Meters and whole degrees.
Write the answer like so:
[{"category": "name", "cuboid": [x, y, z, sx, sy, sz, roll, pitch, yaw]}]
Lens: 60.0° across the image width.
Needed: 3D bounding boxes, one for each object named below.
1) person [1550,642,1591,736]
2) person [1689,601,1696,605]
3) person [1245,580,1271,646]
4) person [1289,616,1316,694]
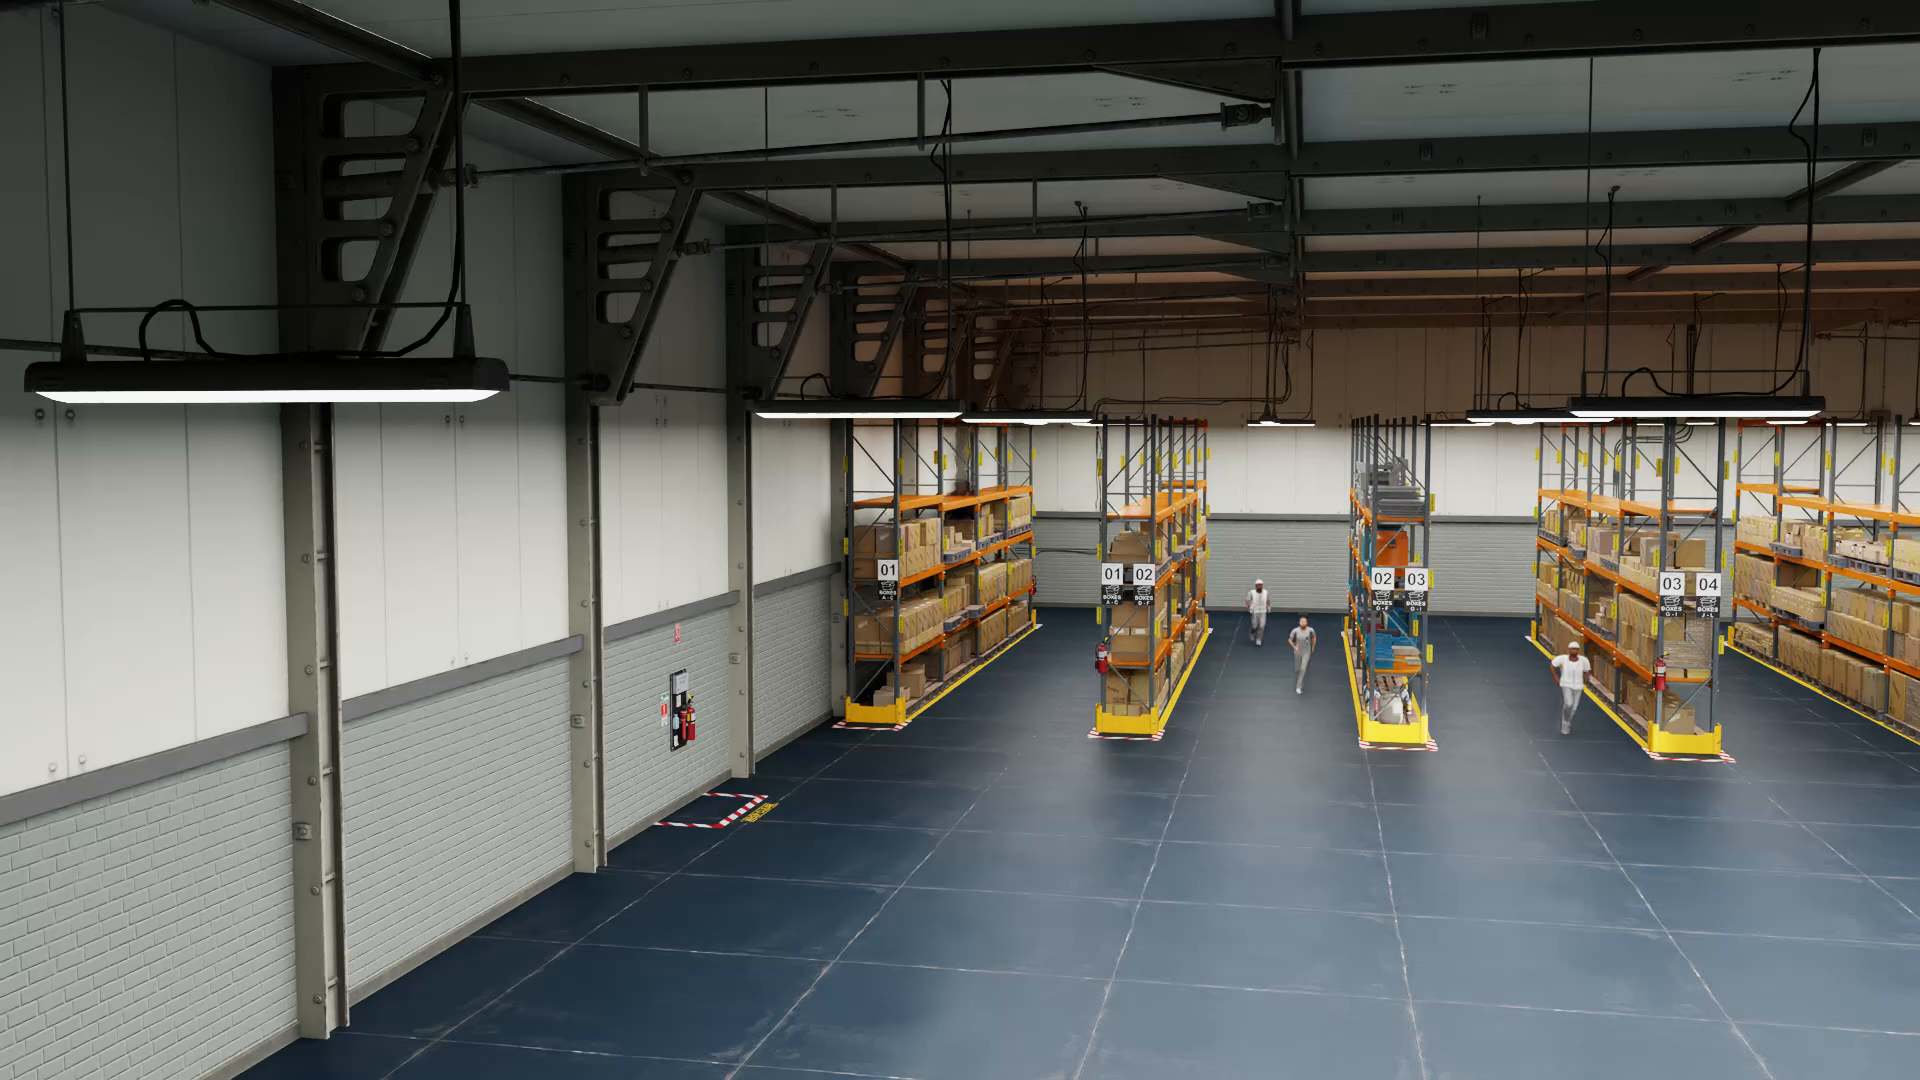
[{"category": "person", "cuboid": [11.461, 2.777, 31.157, 0.680, 1.769, 0.755, 0, 4, 3]}, {"category": "person", "cuboid": [18.789, 2.125, 42.456, 0.537, 1.631, 0.622, 1, 4, 11]}, {"category": "person", "cuboid": [7.911, 1.920, 44.062, 0.669, 1.737, 0.585, 0, 4, -3]}, {"category": "person", "cuboid": [7.501, 2.484, 36.410, 0.589, 1.658, 0.886, 1, 4, 11]}]
